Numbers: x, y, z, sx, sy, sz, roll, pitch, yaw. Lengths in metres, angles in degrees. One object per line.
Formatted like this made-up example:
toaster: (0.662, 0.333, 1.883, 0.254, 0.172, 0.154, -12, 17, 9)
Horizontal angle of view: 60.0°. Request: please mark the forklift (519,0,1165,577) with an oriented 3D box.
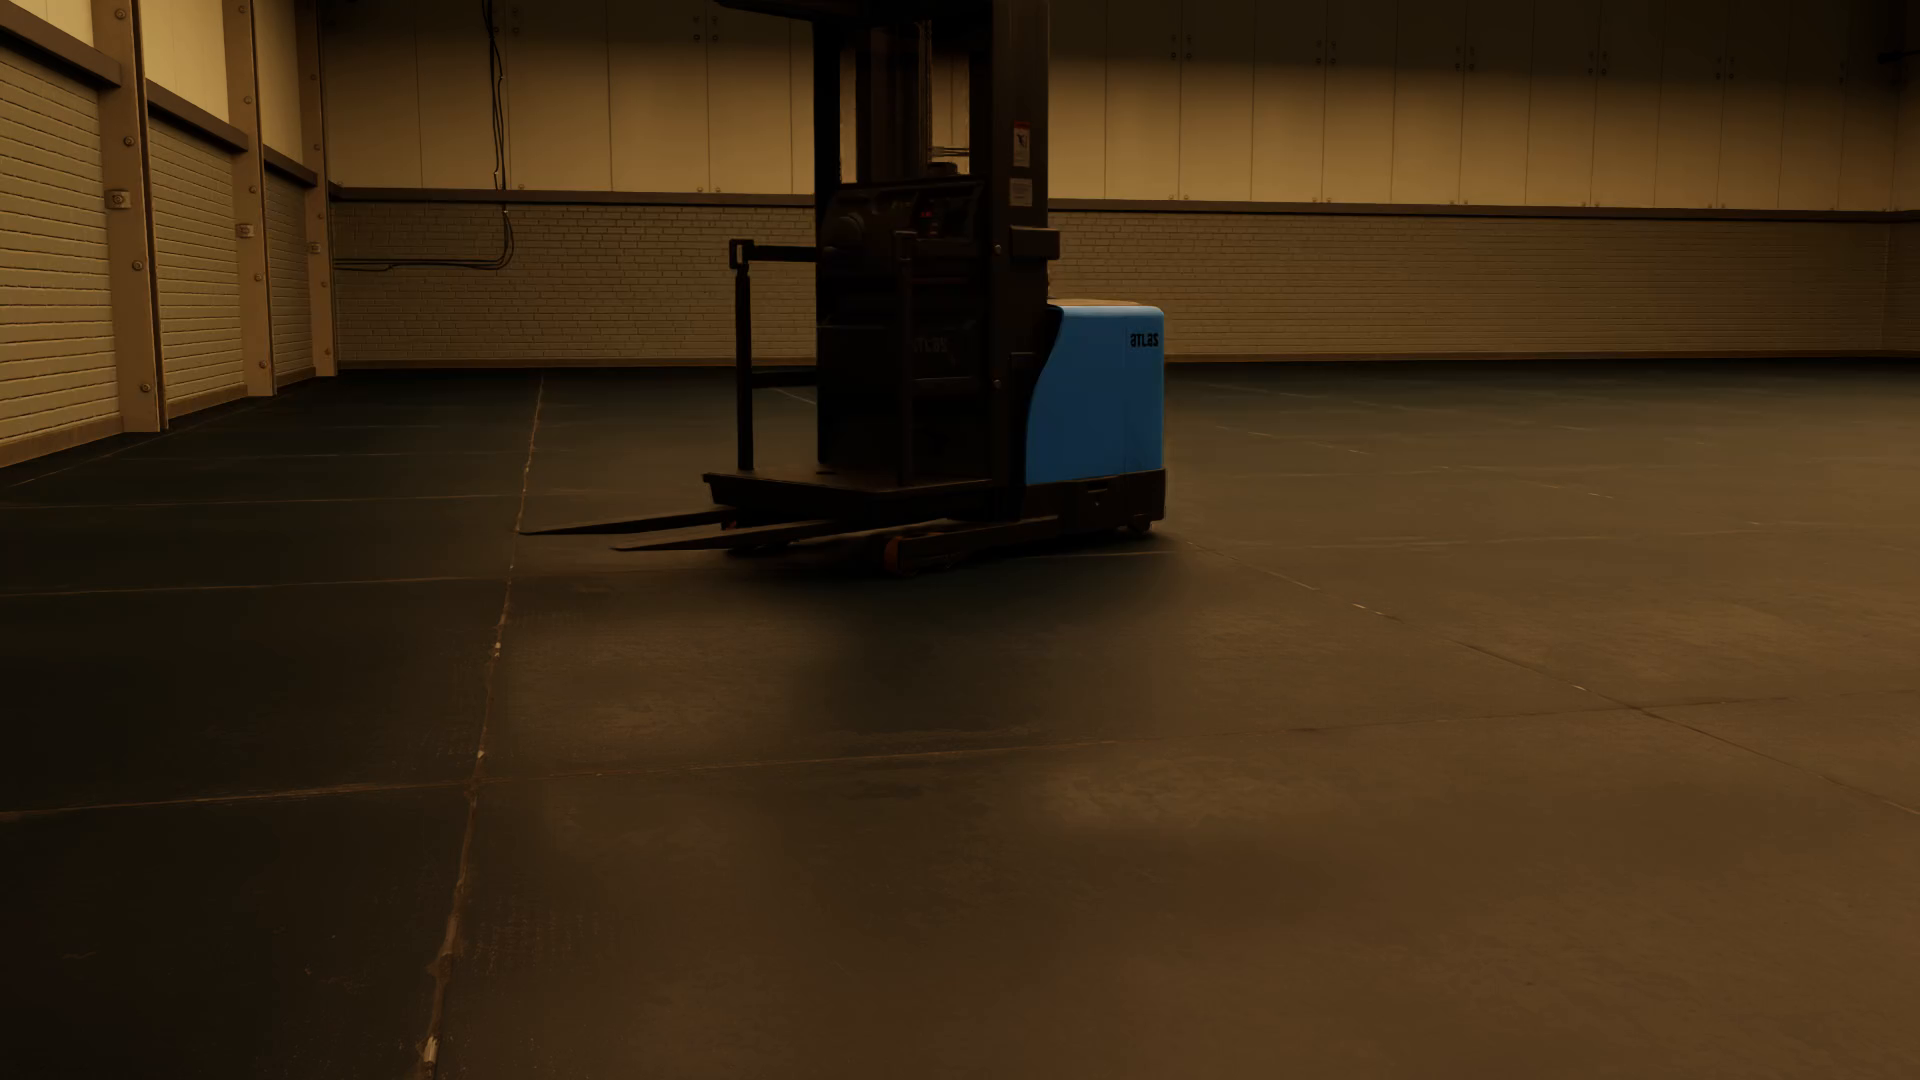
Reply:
forklift: (-0.400, -1.382, 7.005, 1.130, 2.935, 3.031, 7, 11, 43)
